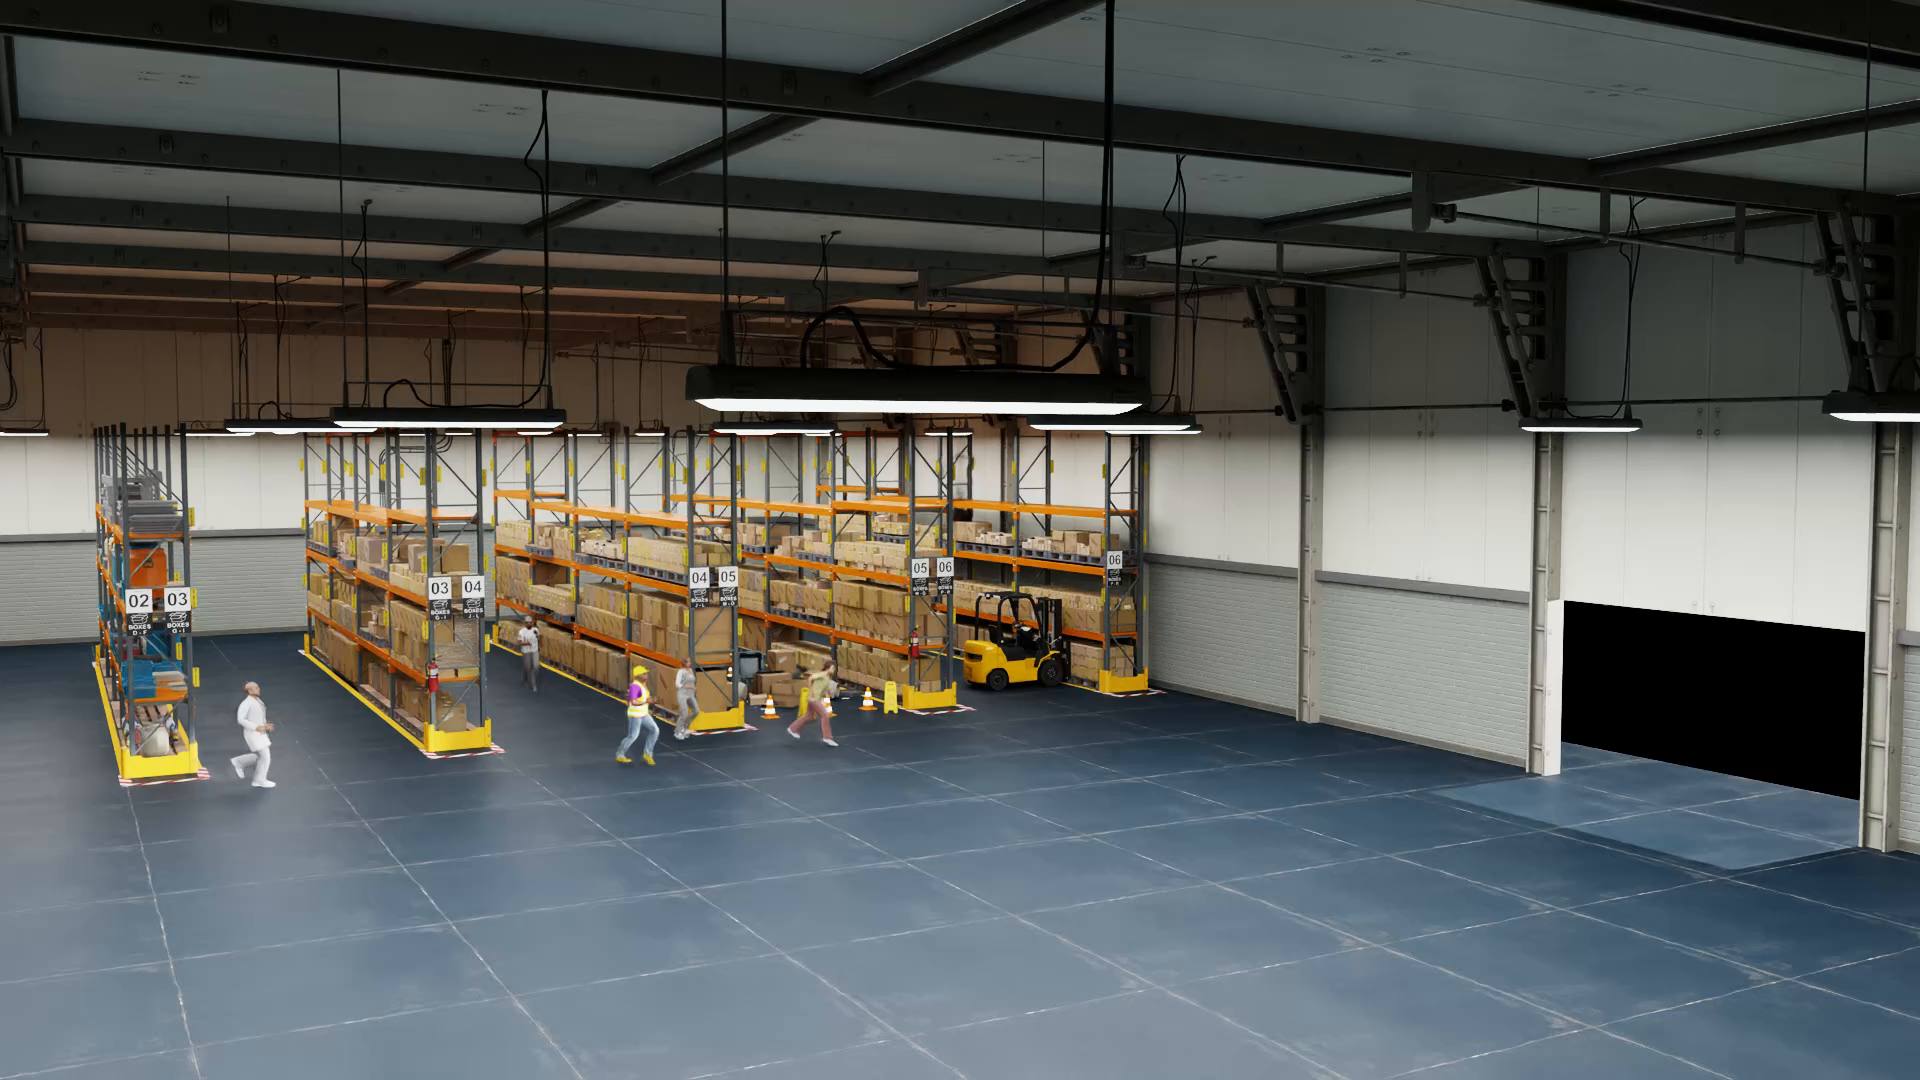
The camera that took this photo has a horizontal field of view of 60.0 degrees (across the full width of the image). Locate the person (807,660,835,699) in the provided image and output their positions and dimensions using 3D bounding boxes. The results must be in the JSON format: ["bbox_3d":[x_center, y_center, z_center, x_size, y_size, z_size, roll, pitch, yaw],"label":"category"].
[{"bbox_3d":[-2.547,2.600,31.072,0.440,0.699,0.605,1,4,16],"label":"person"}]

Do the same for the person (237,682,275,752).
[{"bbox_3d":[-11.566,2.904,27.347,0.459,1.136,0.712,0,3,-7],"label":"person"}]

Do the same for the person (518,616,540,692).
[{"bbox_3d":[-9.837,2.598,38.022,0.532,1.732,0.765,-1,4,-23],"label":"person"}]

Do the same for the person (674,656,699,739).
[{"bbox_3d":[-5.197,3.008,31.743,0.562,1.582,0.541,2,4,32],"label":"person"}]

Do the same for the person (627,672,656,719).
[{"bbox_3d":[-5.593,2.667,29.006,0.658,0.865,0.673,1,4,11],"label":"person"}]
